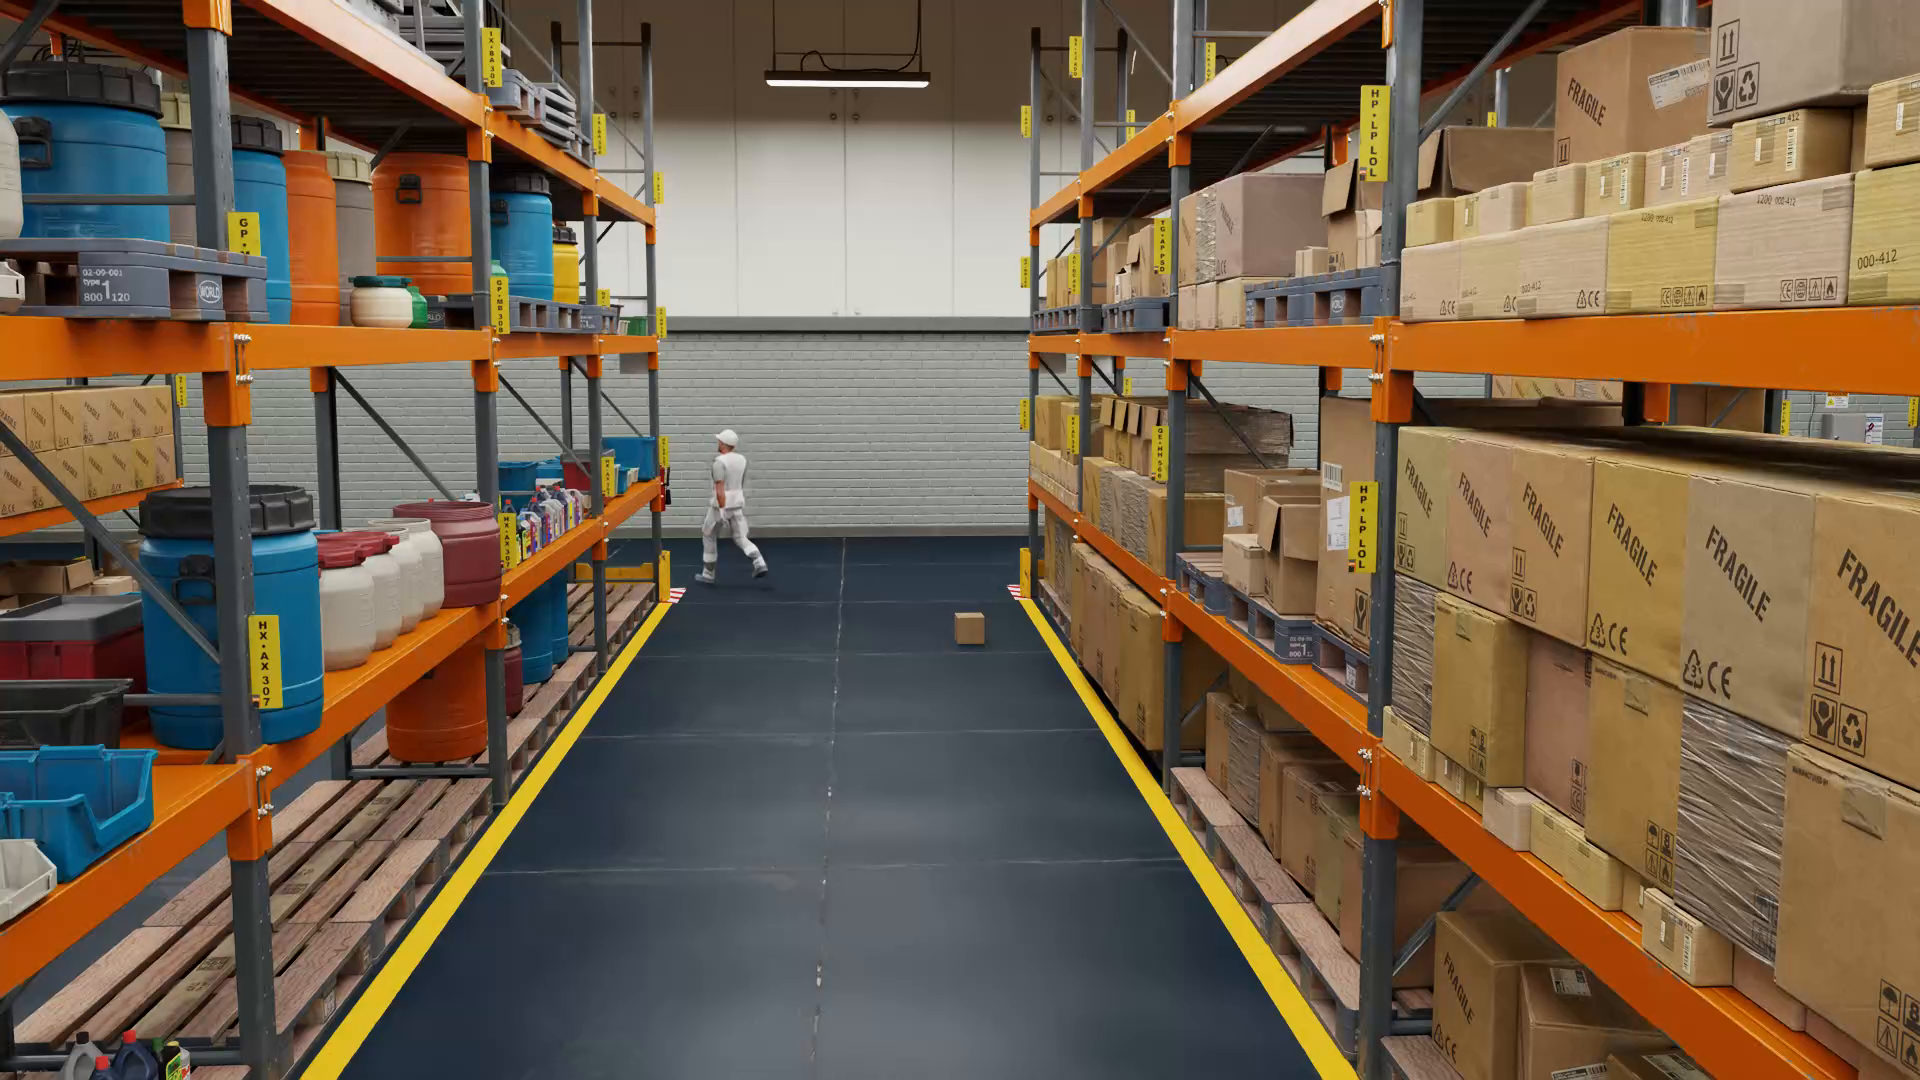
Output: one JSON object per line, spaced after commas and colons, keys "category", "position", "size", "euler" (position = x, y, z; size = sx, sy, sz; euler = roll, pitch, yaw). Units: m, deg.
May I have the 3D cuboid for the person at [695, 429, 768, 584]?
{"category": "person", "position": [-2.609, -0.366, 18.695], "size": [0.961, 1.754, 0.511], "euler": [6, 9, 42]}
